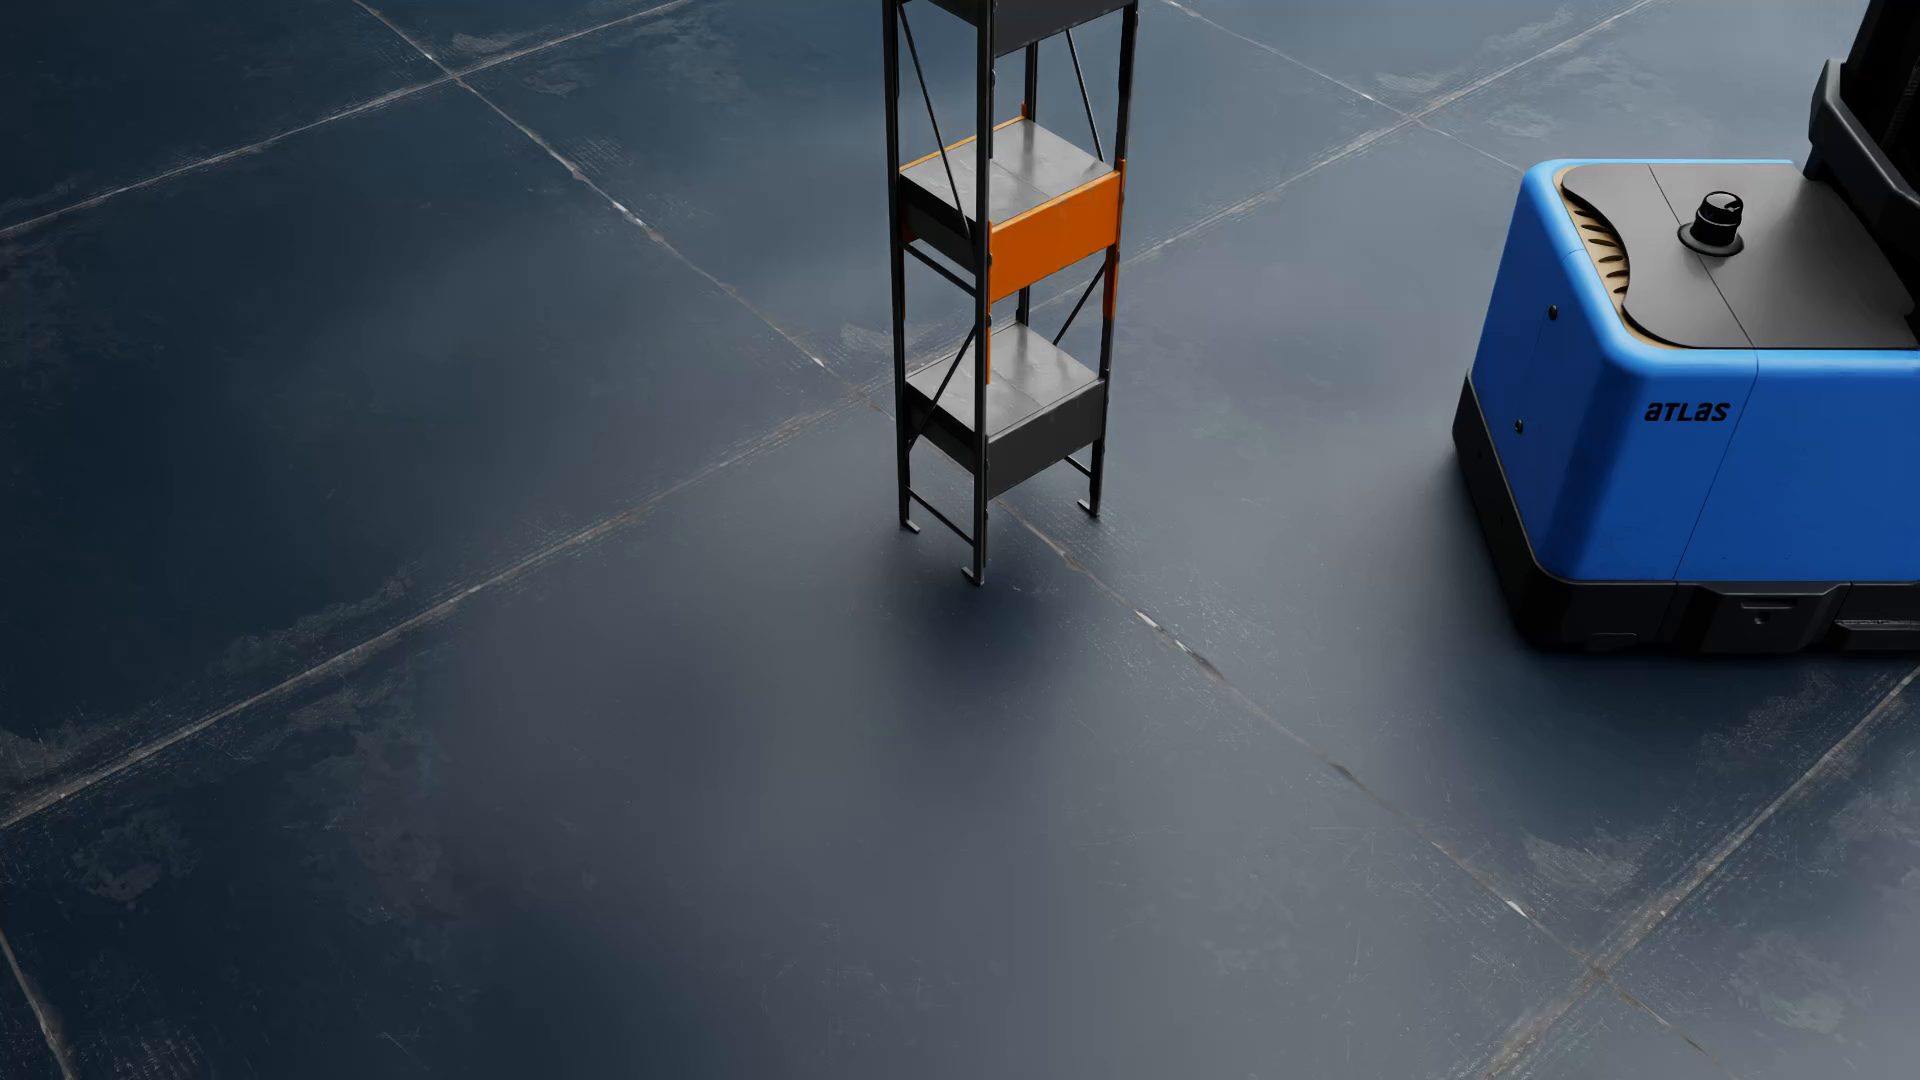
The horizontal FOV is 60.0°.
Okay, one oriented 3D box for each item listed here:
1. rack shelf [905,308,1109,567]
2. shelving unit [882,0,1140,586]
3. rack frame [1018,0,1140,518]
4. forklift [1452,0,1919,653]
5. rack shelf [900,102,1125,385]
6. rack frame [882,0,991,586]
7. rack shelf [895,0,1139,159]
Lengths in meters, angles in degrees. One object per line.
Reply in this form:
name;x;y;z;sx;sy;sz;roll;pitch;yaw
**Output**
rack shelf;0.127;-0.318;5.097;0.480;0.518;0.431;-30;51;-28
shelving unit;0.127;-0.838;4.609;0.503;2.100;0.431;-30;51;-28
rack frame;0.314;-0.945;4.723;0.015;2.100;0.400;-30;51;-28
forklift;3.147;-1.075;4.253;3.031;2.935;1.130;0;43;0
rack shelf;0.127;-0.828;4.618;0.480;0.518;0.431;-30;51;-28
rack frame;-0.060;-0.731;4.494;0.015;2.100;0.400;-30;51;-28
rack shelf;0.127;-1.338;4.139;0.480;0.518;0.431;-30;51;-28
